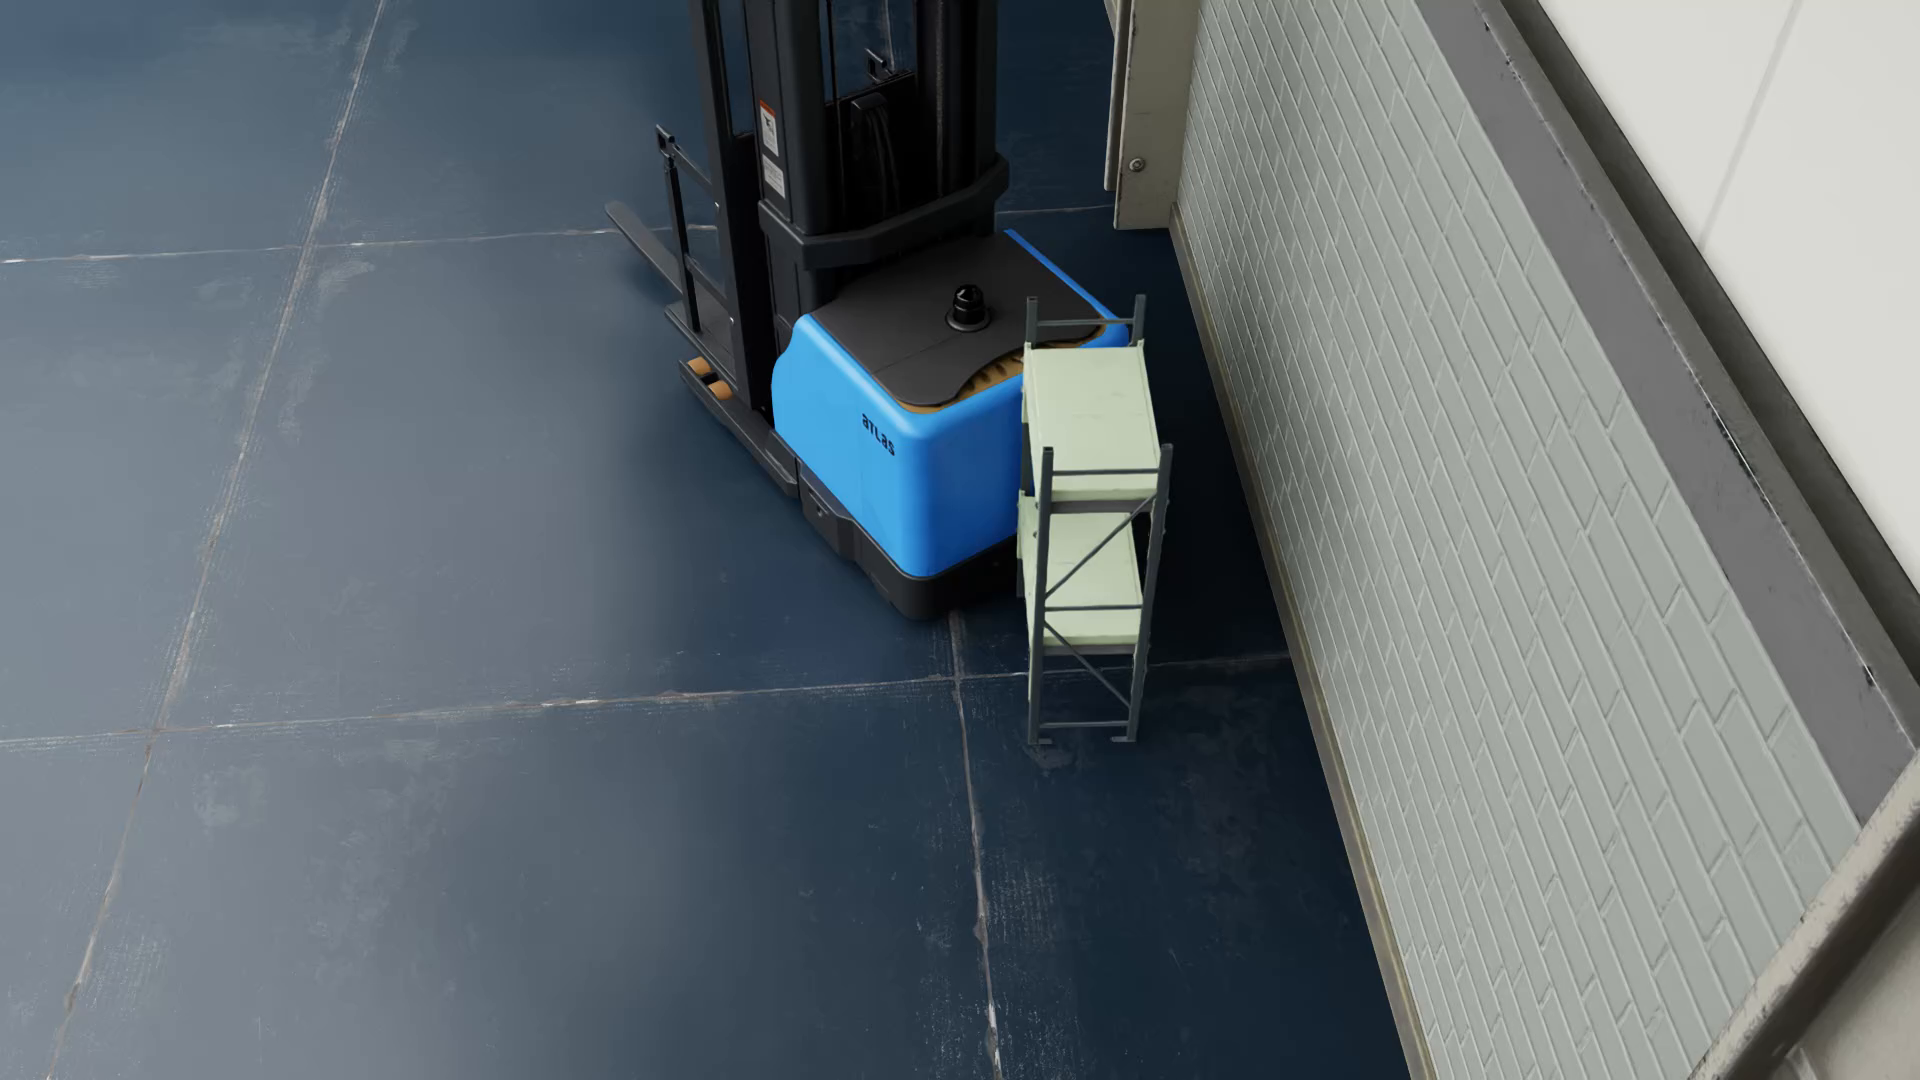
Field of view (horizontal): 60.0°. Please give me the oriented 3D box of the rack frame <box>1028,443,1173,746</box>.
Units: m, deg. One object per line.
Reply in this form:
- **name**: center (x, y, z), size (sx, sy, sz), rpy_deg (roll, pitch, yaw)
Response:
- **rack frame**: center (0.453, 0.233, 5.633), size (0.400, 1.500, 0.023), rpy_deg (-1, 47, -1)

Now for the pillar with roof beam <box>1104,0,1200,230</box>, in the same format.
- **pillar with roof beam**: center (-3.372, -4.545, 4.993), size (9.100, 9.000, 0.400), rpy_deg (-3, 47, -3)

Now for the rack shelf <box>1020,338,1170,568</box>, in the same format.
- **rack shelf**: center (0.440, -0.301, 5.601), size (0.431, 0.370, 0.720), rpy_deg (-1, 47, -1)

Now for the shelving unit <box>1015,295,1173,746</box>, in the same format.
- **shelving unit**: center (0.440, -0.033, 5.885), size (0.431, 1.500, 0.755), rpy_deg (-1, 47, -1)

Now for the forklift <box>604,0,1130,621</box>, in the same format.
- **forklift**: center (-0.604, -1.731, 6.508), size (1.130, 2.935, 3.031), rpy_deg (-27, 52, -23)

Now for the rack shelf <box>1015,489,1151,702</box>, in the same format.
- **rack shelf**: center (0.440, 0.191, 6.121), size (0.431, 0.370, 0.720), rpy_deg (-1, 47, -1)

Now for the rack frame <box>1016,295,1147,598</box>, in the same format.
- **rack frame**: center (0.427, -0.298, 6.136), size (0.400, 1.500, 0.023), rpy_deg (-1, 47, -1)
